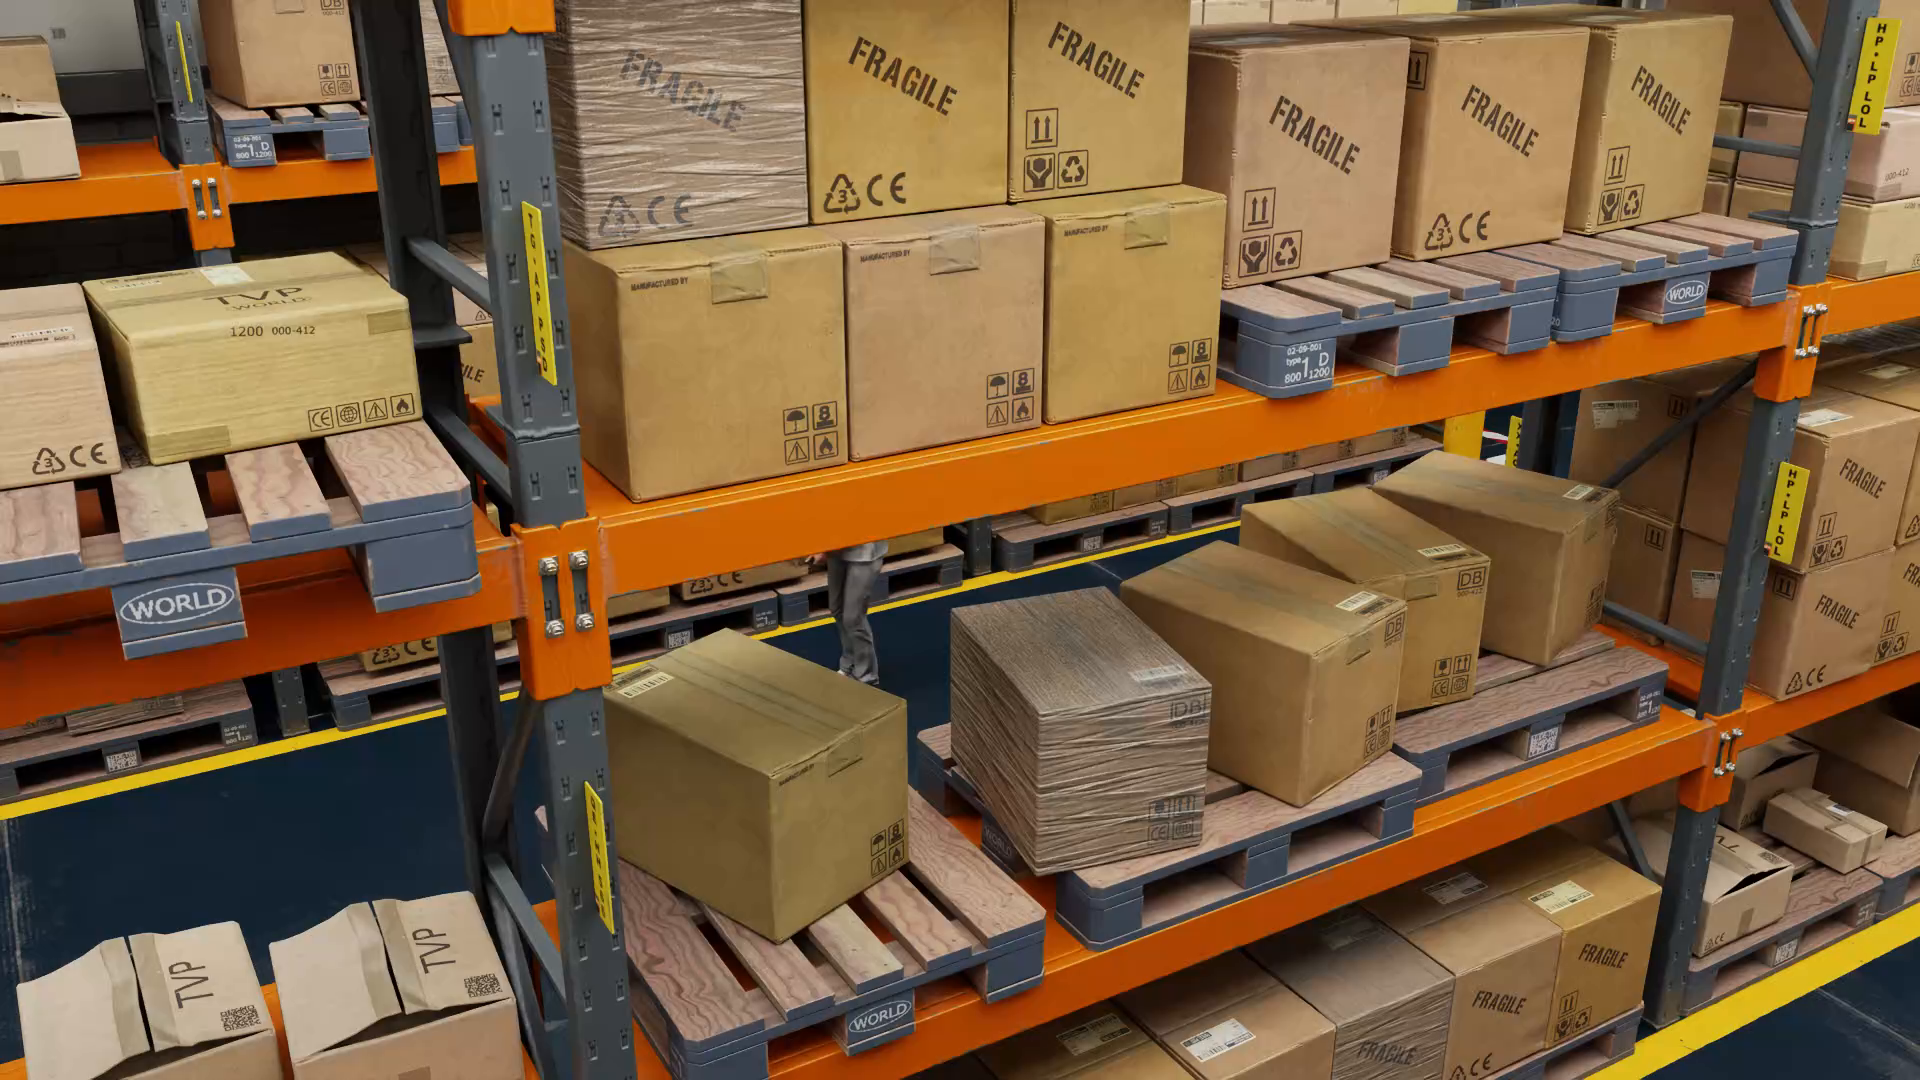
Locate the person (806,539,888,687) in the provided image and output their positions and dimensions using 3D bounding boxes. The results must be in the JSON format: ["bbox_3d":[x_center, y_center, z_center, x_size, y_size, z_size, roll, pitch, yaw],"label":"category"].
[{"bbox_3d":[-0.604,0.087,8.394,0.493,1.589,0.408,-12,25,-27],"label":"person"}]
